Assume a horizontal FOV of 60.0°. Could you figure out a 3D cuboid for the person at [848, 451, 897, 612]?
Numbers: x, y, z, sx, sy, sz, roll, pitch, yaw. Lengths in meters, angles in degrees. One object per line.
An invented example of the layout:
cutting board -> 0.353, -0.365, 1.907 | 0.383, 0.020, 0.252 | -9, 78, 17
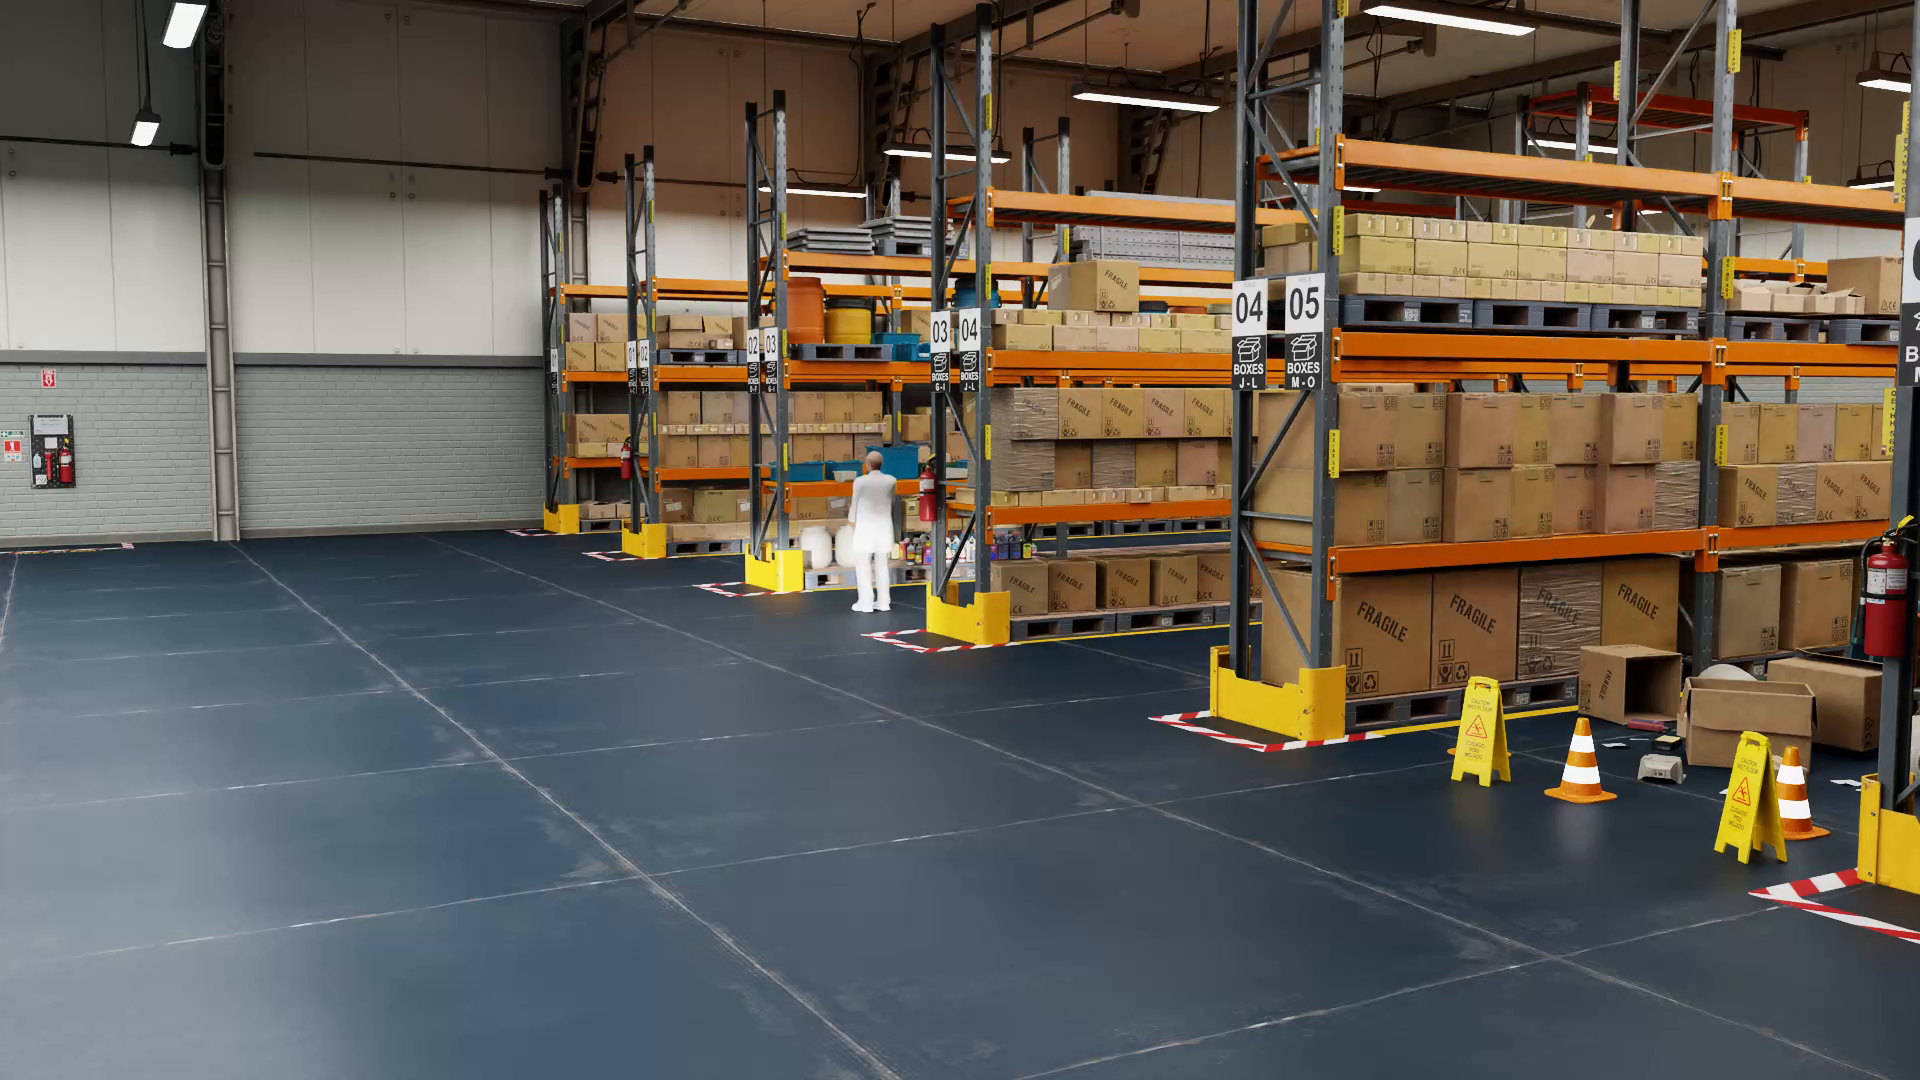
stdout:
person -> -0.998, -0.103, 18.421 | 0.529, 1.774, 0.550 | -3, 6, -28
